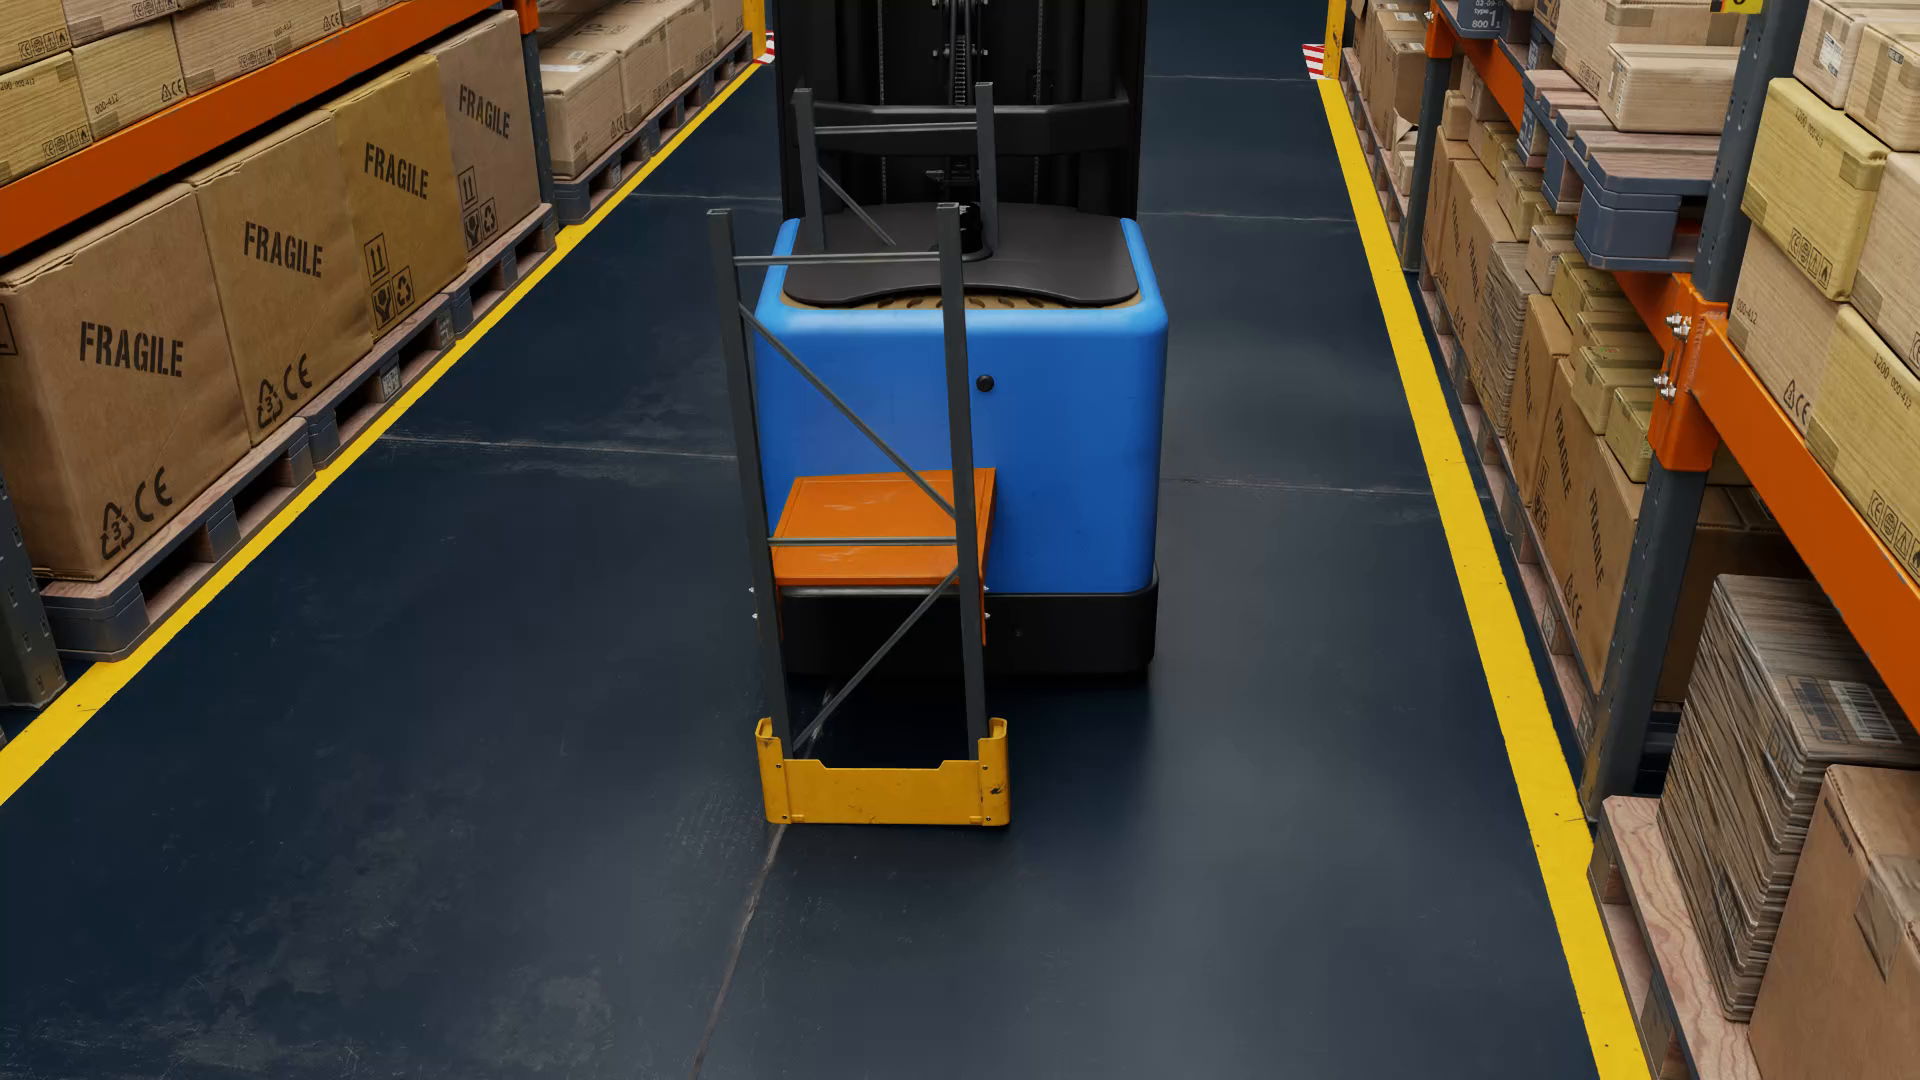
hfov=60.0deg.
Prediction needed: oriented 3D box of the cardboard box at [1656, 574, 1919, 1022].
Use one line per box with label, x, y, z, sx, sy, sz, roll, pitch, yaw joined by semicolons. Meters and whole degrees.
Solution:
cardboard box;1.916;0.517;3.189;0.875;0.625;0.625;4;29;8

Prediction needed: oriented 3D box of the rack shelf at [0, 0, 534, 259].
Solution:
rack shelf;-2.676;-1.548;5.719;1.077;0.370;4.000;3;28;6

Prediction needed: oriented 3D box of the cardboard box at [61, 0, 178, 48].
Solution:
cardboard box;-2.549;-1.545;4.585;0.500;0.250;0.500;4;29;7

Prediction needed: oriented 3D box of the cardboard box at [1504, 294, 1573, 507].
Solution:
cardboard box;1.977;-0.414;5.048;0.500;0.500;0.500;5;29;8

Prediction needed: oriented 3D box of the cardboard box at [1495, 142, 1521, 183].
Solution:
cardboard box;2.190;-1.350;6.101;0.380;0.149;0.250;3;28;5

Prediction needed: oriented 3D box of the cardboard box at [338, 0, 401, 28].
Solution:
cardboard box;-2.380;-2.038;6.028;0.500;0.250;0.500;3;28;5

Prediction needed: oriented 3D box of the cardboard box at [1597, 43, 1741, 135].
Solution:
cardboard box;1.705;-1.042;3.844;0.380;0.149;0.250;4;29;7

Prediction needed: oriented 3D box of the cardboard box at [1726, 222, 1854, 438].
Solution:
cardboard box;1.709;-0.376;2.943;0.500;0.250;0.500;3;29;6

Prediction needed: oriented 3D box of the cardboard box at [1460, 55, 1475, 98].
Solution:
cardboard box;2.248;-1.863;6.741;0.380;0.149;0.250;3;28;5

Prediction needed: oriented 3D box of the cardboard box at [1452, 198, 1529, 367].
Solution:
cardboard box;2.092;-0.903;5.956;0.500;0.500;0.500;3;28;5

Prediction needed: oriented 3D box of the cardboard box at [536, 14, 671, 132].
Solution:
cardboard box;-2.138;-2.574;9.123;0.875;0.438;0.875;3;28;5

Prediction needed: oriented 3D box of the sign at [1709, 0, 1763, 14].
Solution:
sign;1.466;-1.138;3.063;0.100;0.325;0.005;3;28;6

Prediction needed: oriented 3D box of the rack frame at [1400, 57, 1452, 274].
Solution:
rack frame;2.496;-2.519;6.763;1.000;3.000;0.127;3;28;6

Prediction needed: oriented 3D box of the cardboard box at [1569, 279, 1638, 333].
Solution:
cardboard box;1.971;-0.627;4.760;0.380;0.149;0.250;4;29;8

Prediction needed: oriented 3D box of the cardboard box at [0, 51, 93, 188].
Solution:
cardboard box;-2.611;-1.073;4.237;0.500;0.250;0.500;3;28;5

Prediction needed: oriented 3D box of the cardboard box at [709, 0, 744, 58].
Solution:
cardboard box;-1.922;-3.429;10.711;0.875;0.438;0.875;2;28;4

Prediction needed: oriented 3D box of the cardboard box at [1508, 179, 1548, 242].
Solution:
cardboard box;2.090;-1.118;5.671;0.380;0.149;0.250;4;29;8

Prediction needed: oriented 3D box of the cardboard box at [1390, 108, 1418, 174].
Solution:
cardboard box;2.316;-1.948;8.143;0.396;0.266;0.258;4;29;8

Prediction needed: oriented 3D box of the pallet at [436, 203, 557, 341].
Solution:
pallet;-2.451;-1.211;7.275;1.003;0.211;1.213;3;28;6

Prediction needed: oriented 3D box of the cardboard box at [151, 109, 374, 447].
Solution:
cardboard box;-2.641;-0.912;5.578;0.875;0.875;0.875;4;29;7

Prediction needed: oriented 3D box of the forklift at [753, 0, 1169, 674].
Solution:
forklift;-0.002;-1.588;5.108;1.130;2.935;3.031;0;28;0

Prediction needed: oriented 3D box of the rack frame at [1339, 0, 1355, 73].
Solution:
rack frame;2.986;-4.402;10.258;1.000;3.000;0.127;3;28;6

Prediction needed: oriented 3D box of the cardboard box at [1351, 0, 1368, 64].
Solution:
cardboard box;2.817;-3.206;10.227;0.797;0.503;0.637;2;28;4

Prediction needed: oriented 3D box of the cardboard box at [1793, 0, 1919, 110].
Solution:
cardboard box;1.674;-0.833;2.844;0.380;0.149;0.250;4;29;8

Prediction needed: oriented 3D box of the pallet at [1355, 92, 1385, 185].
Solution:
pallet;2.728;-2.191;9.094;1.003;0.211;1.213;3;28;6

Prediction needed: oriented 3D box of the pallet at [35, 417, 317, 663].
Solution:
pallet;-2.750;-0.062;5.143;1.003;0.211;1.213;3;28;6

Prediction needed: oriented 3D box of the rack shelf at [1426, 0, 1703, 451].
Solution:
rack shelf;2.251;-1.261;5.187;1.077;0.370;4.000;3;28;6

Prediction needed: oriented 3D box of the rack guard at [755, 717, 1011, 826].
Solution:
rack guard;-0.178;0.548;3.940;0.587;0.250;0.087;0;28;6

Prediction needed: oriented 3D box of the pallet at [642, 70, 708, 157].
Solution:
pallet;-2.113;-2.508;9.682;1.003;0.211;1.213;3;28;6

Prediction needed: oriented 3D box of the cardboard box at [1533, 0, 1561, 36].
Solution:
cardboard box;2.022;-1.646;4.591;0.797;0.503;0.637;3;28;5

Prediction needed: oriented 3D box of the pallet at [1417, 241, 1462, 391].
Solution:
pallet;2.434;-0.906;6.710;1.003;0.211;1.213;3;28;6

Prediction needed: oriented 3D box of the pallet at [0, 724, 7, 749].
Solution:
pallet;-3.018;0.672;3.779;1.003;0.211;1.213;3;28;6

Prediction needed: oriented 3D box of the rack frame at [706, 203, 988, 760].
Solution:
rack frame;-0.212;0.007;3.628;0.500;1.500;0.032;0;28;6

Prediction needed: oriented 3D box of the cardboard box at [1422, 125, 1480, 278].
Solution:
cardboard box;2.213;-1.389;6.858;0.500;0.500;0.500;5;29;8

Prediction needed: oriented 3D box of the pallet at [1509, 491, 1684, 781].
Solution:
pallet;2.135;0.242;4.578;1.003;0.211;1.213;3;28;6

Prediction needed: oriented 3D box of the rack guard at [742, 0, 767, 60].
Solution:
rack guard;-1.938;-3.600;11.404;1.175;0.500;0.348;3;28;6

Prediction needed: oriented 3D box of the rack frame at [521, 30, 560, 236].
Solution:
rack frame;-2.431;-2.806;7.296;1.000;3.000;0.127;3;28;6

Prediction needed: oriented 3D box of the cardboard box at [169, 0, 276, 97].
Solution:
cardboard box;-2.496;-1.562;5.145;0.500;0.250;0.500;4;29;8

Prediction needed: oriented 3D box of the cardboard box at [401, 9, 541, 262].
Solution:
cardboard box;-2.428;-1.759;7.150;0.875;0.875;0.875;4;29;8

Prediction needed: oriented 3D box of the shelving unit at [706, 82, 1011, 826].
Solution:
shelving unit;-0.170;-0.238;4.082;0.587;1.500;1.083;0;28;6

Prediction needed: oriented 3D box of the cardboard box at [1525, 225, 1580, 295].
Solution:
cardboard box;2.005;-0.876;5.222;0.380;0.149;0.250;2;28;4

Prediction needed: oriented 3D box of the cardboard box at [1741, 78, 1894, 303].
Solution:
cardboard box;1.684;-0.597;2.827;0.500;0.250;0.500;3;28;6

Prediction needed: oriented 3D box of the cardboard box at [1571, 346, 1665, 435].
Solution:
cardboard box;1.818;-0.384;4.309;0.380;0.149;0.250;2;28;4

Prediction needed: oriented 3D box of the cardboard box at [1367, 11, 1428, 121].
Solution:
cardboard box;2.510;-2.561;9.034;0.500;0.500;0.500;4;29;7

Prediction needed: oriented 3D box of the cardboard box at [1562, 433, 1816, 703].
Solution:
cardboard box;1.844;0.068;4.154;0.500;0.500;0.500;4;29;8

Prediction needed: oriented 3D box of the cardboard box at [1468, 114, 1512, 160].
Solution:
cardboard box;2.231;-1.601;6.568;0.380;0.149;0.250;3;28;5

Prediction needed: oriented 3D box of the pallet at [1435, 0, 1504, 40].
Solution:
pallet;2.290;-2.065;6.123;1.003;0.211;1.213;3;28;6
